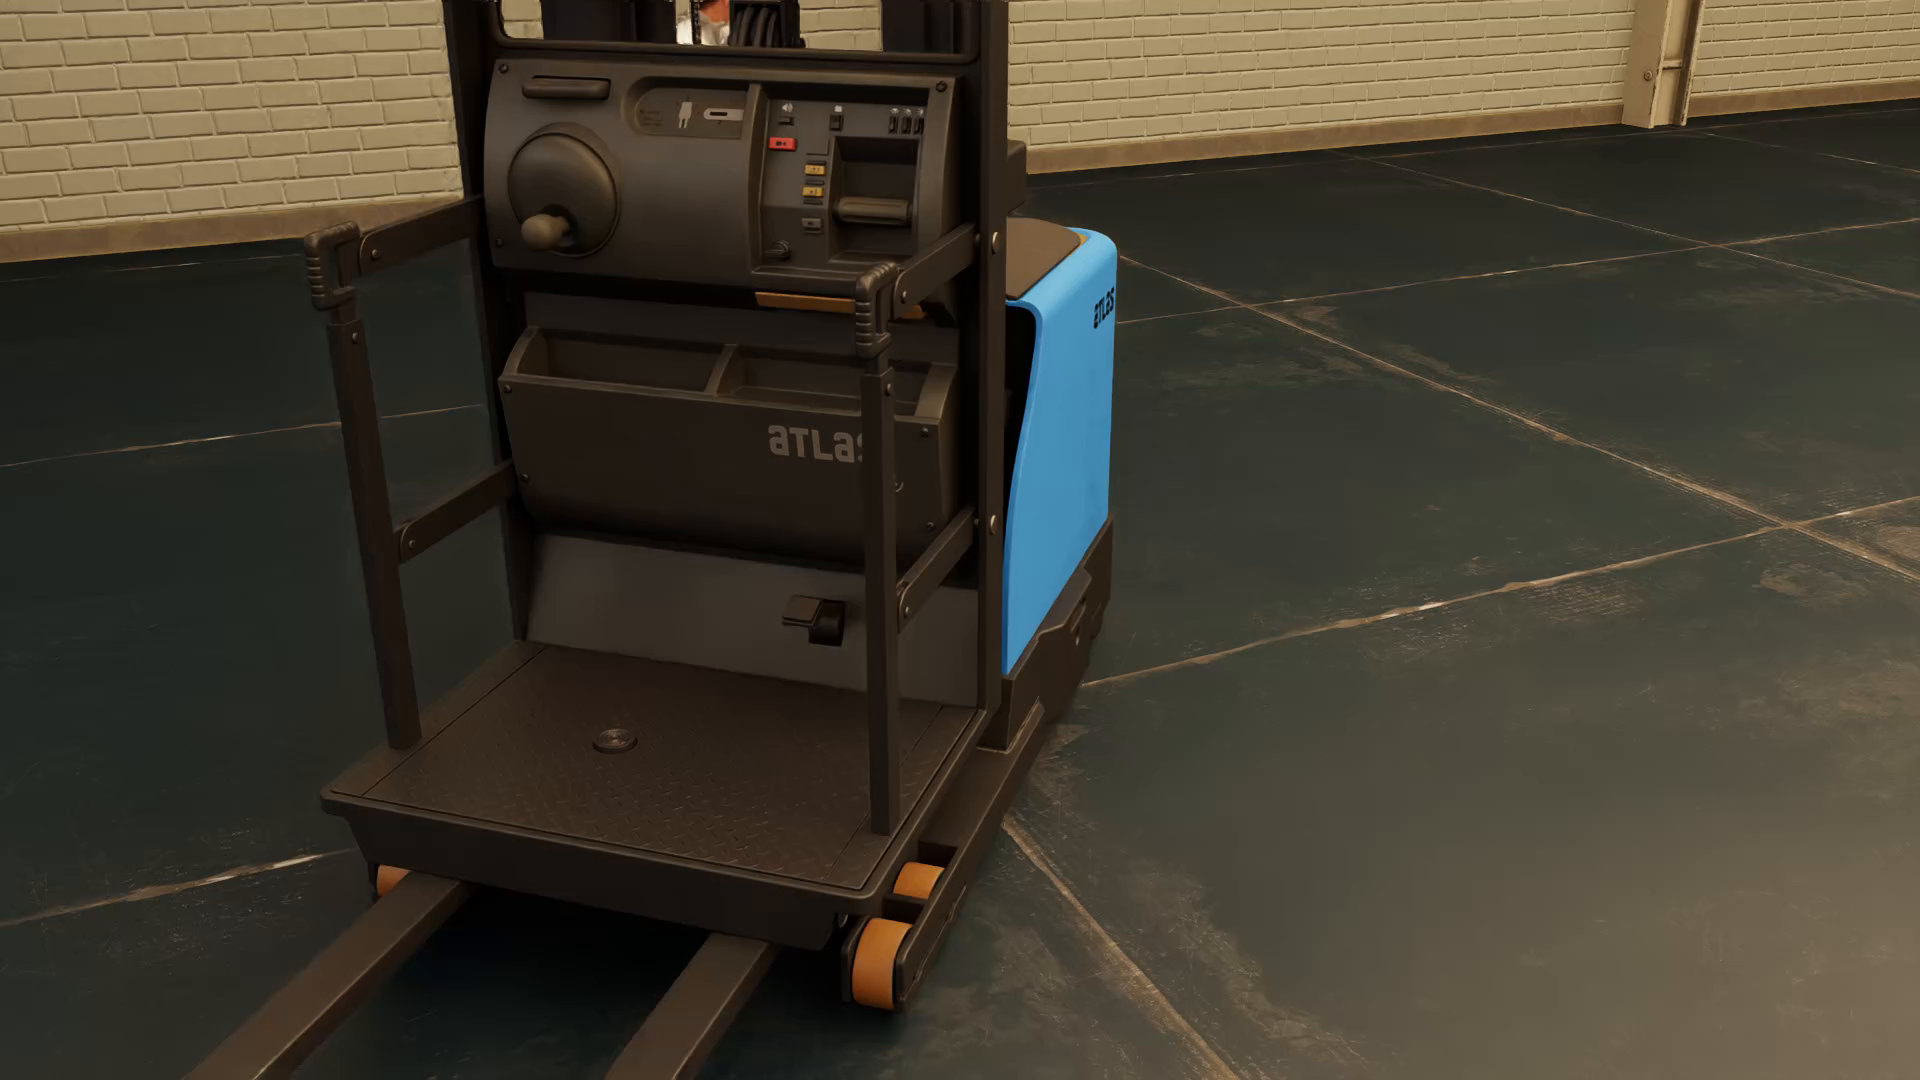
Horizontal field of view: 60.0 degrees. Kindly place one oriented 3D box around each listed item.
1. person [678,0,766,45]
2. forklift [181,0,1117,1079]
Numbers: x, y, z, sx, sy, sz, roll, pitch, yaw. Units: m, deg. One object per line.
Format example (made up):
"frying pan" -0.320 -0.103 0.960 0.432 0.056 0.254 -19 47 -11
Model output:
"person" -0.762 -1.008 5.283 0.459 1.745 0.853 3 23 8
"forklift" -0.523 -0.666 2.890 1.130 2.935 3.031 7 24 16
